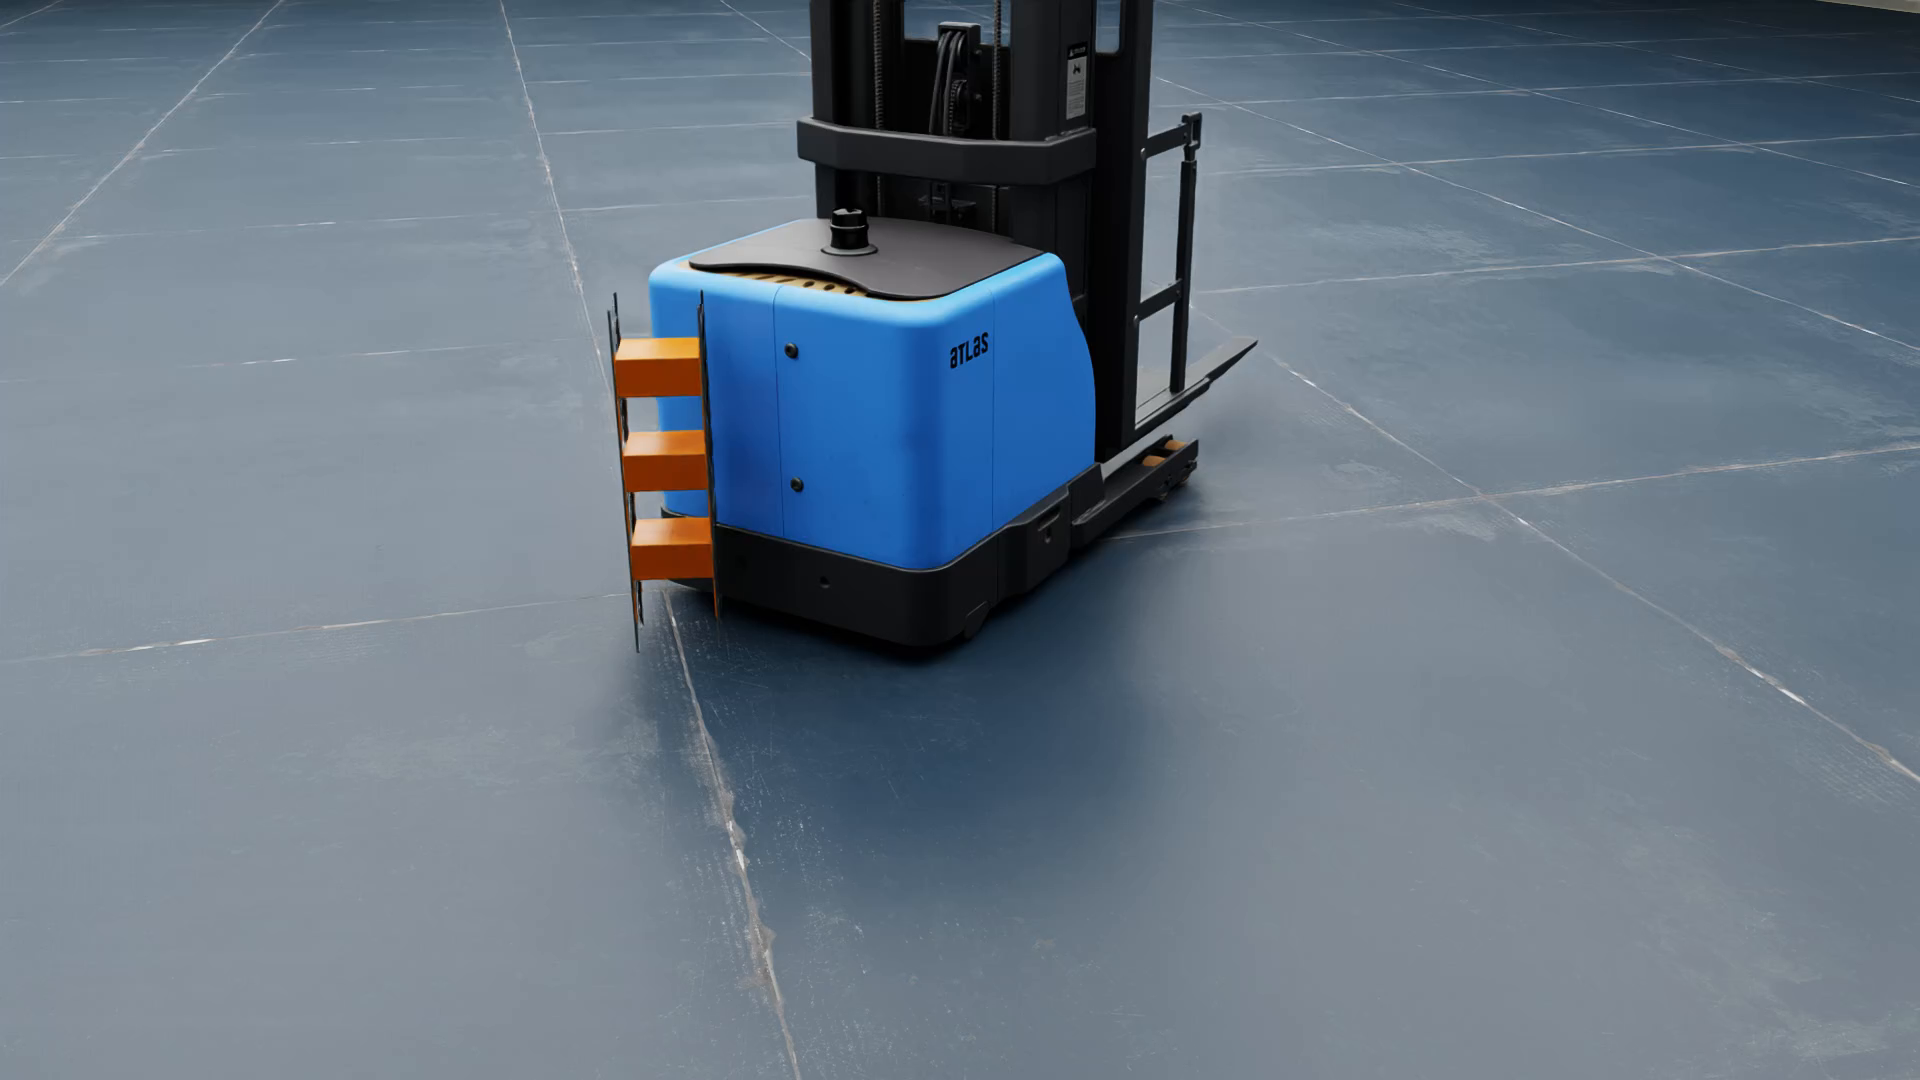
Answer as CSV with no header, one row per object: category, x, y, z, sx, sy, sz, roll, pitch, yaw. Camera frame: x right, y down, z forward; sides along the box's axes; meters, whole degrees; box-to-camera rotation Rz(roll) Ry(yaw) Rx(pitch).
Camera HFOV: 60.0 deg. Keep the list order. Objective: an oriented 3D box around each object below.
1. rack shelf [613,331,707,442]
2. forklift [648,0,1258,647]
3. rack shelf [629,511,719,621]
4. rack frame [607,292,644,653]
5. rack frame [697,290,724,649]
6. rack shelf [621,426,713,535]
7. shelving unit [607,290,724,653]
rack shelf,-0.851,-0.440,4.752,0.240,0.259,0.215,-2,23,-5
forklift,0.239,-1.573,5.699,1.130,2.935,3.031,13,26,28
rack shelf,-0.851,0.076,4.974,0.240,0.259,0.215,-2,23,-5
rack frame,-0.972,-0.185,4.849,0.008,1.050,0.200,-2,23,-5
rack frame,-0.729,-0.194,4.871,0.008,1.050,0.200,-2,23,-5
rack shelf,-0.851,-0.180,4.864,0.240,0.259,0.215,-2,23,-5
shelving unit,-0.851,-0.189,4.860,0.252,1.050,0.215,-2,23,-5
